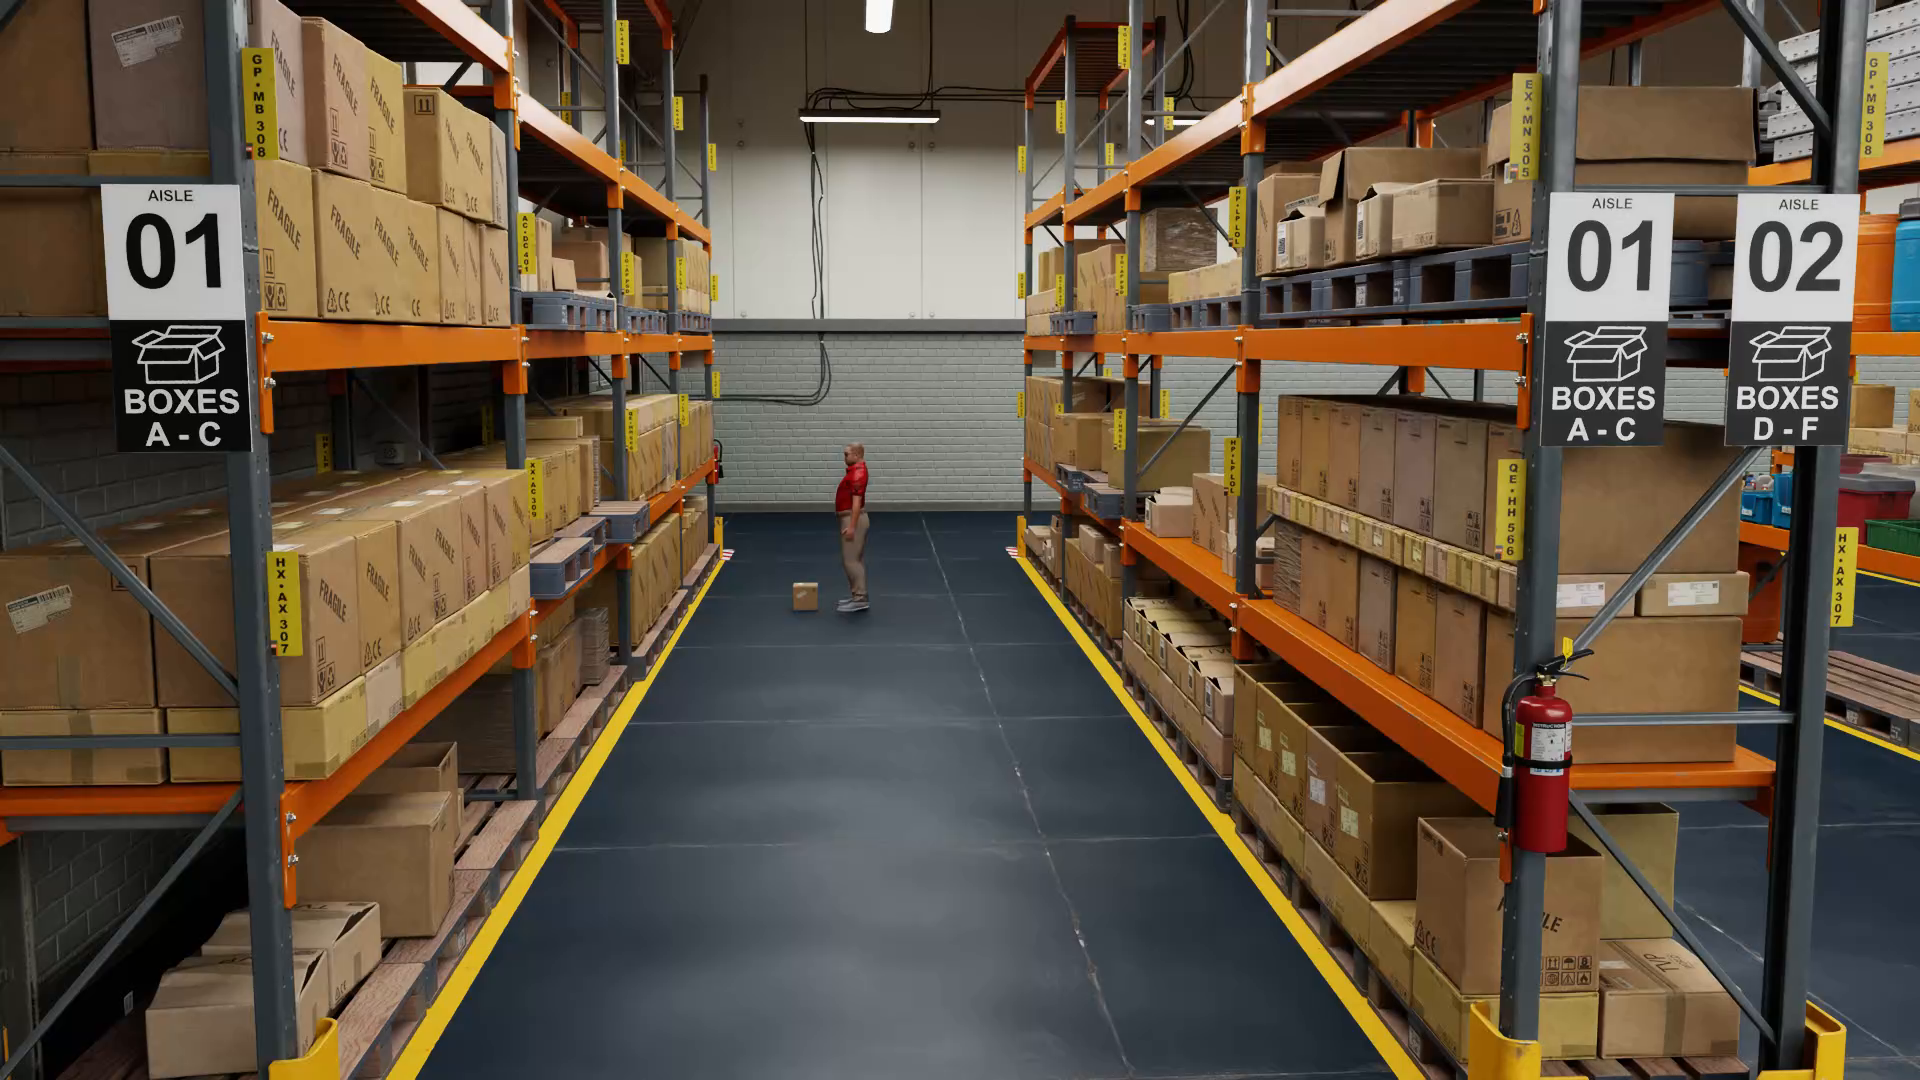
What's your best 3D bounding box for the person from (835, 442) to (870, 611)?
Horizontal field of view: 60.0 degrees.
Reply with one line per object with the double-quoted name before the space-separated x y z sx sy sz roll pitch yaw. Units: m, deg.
"person" -1.108 -0.145 17.081 0.360 1.726 0.528 0 7 -3
